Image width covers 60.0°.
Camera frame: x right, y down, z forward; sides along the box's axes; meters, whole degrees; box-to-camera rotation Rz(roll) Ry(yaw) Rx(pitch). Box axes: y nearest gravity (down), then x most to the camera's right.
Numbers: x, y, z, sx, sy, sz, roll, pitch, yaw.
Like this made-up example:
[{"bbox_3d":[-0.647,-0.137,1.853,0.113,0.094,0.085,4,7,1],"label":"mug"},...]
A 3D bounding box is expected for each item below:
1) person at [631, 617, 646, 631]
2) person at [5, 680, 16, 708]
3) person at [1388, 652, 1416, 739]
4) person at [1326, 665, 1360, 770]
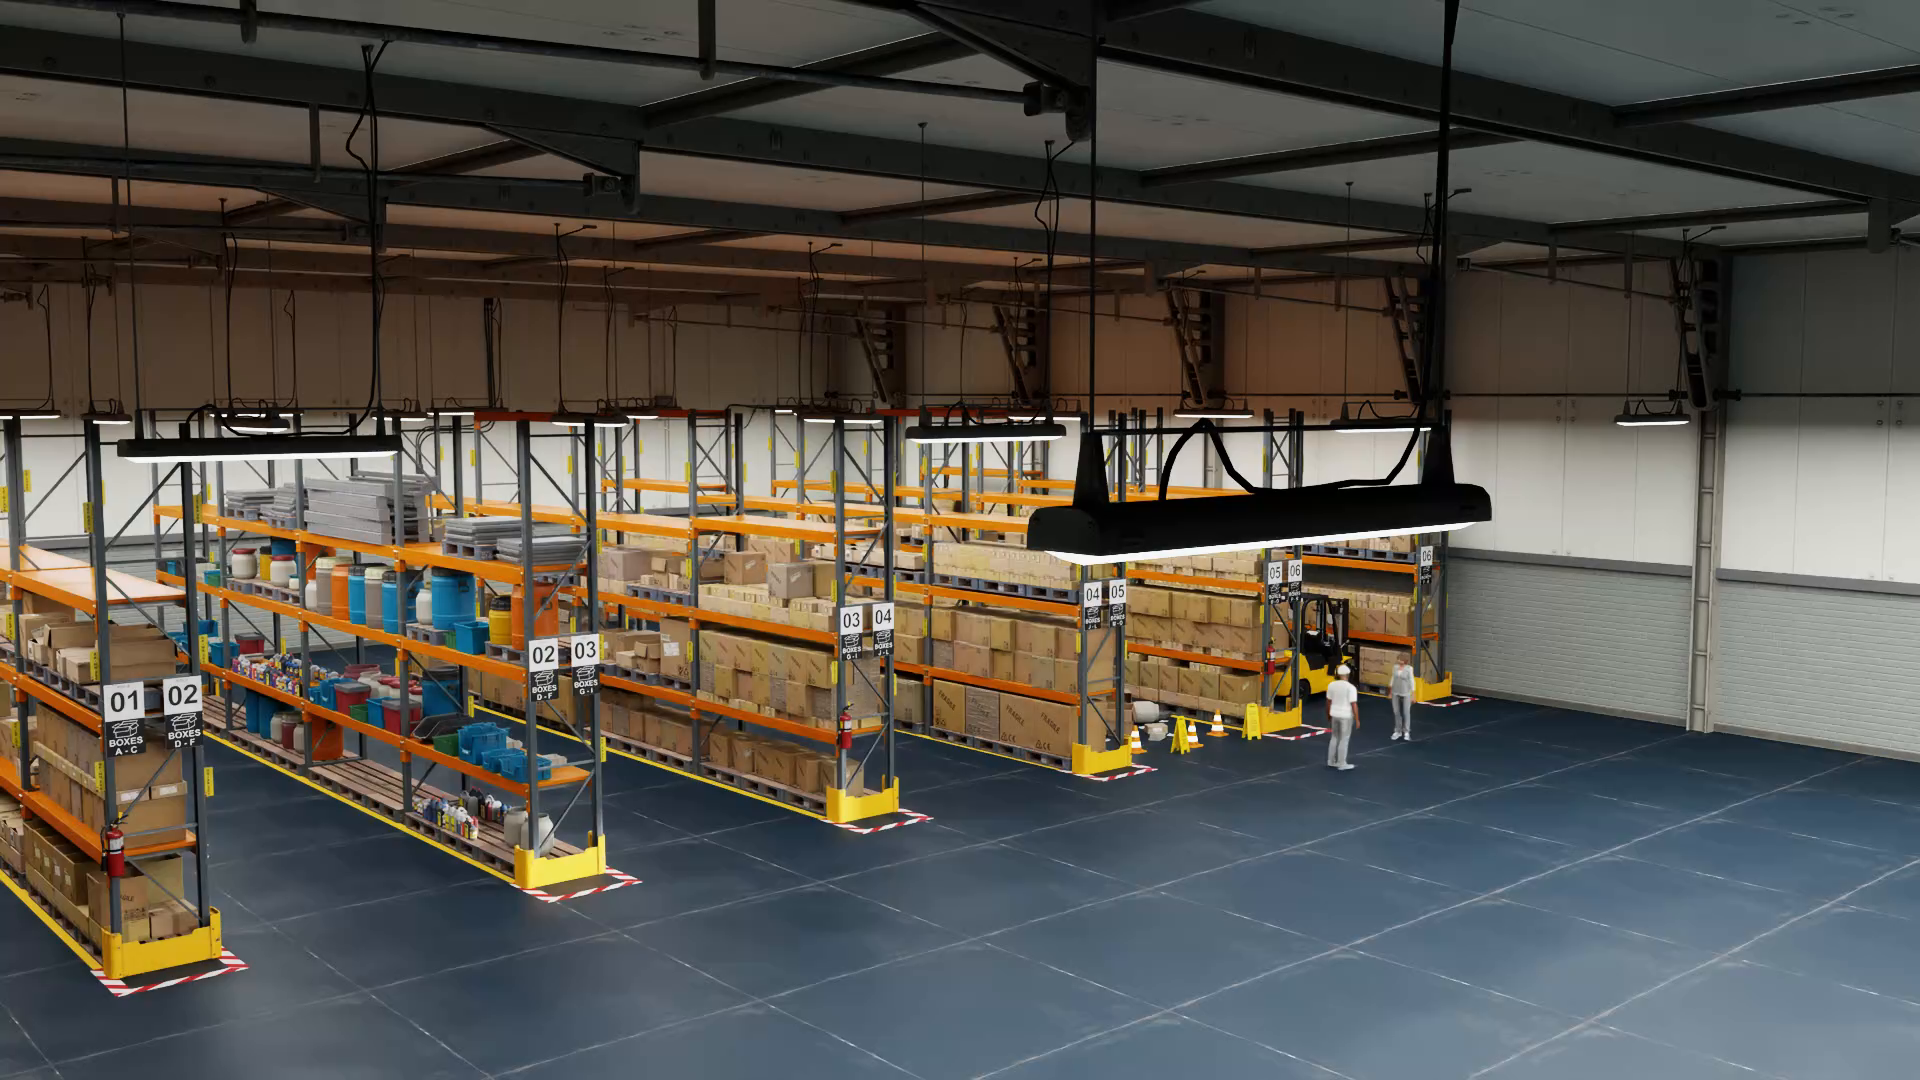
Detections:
[{"bbox_3d":[-8.039,1.871,41.455,0.533,1.627,0.856,4,6,37],"label":"person"},{"bbox_3d":[-17.800,2.705,31.332,0.984,1.726,0.643,5,7,43],"label":"person"},{"bbox_3d":[8.112,2.879,30.489,0.508,1.592,0.345,3,6,32],"label":"person"},{"bbox_3d":[6.473,2.999,28.096,0.379,1.783,0.675,-4,7,-40],"label":"person"}]
